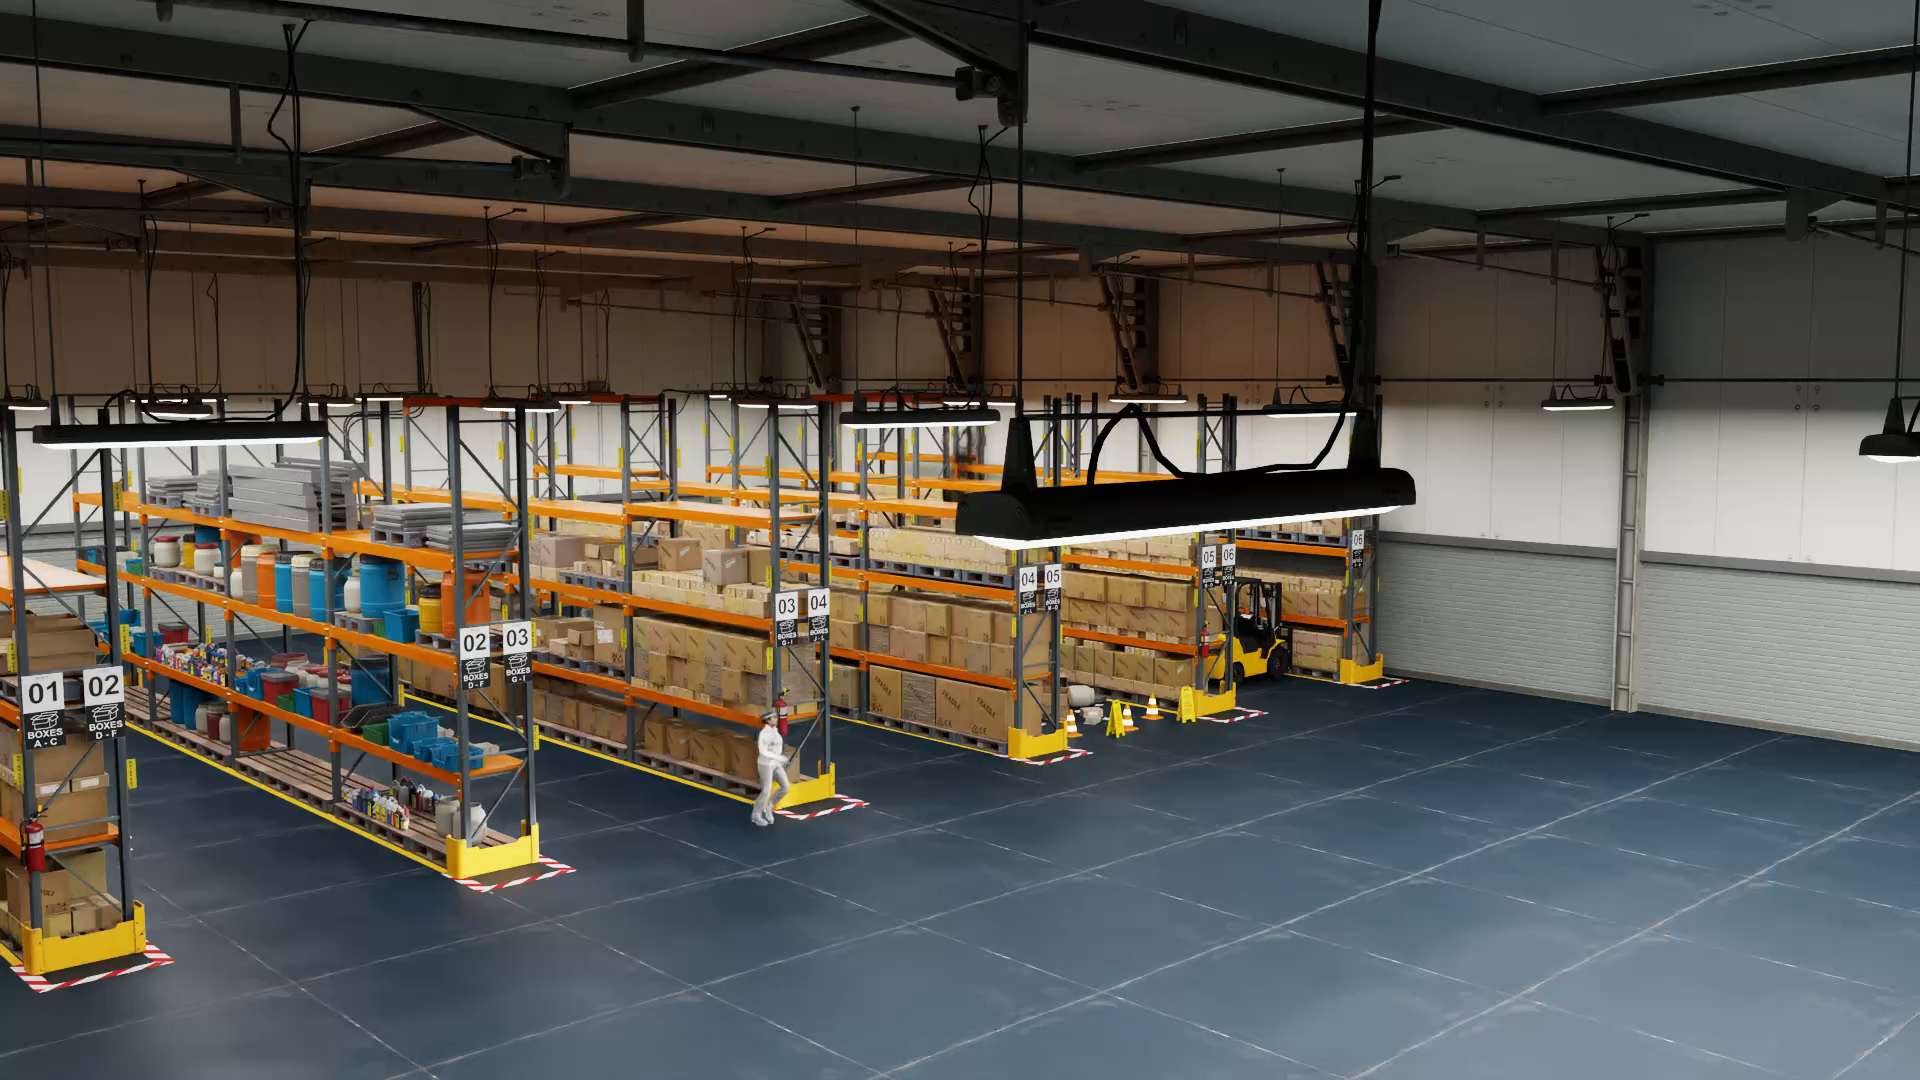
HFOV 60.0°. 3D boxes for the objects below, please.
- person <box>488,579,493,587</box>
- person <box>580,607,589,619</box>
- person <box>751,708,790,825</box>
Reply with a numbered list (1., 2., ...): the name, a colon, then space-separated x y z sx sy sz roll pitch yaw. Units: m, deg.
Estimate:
1. person: -11.014 1.740 38.640 0.765 1.699 0.563 0 6 2
2. person: -9.103 1.472 41.204 0.802 1.806 0.726 1 6 10
3. person: -2.661 3.211 23.676 0.607 1.672 0.640 2 6 23
